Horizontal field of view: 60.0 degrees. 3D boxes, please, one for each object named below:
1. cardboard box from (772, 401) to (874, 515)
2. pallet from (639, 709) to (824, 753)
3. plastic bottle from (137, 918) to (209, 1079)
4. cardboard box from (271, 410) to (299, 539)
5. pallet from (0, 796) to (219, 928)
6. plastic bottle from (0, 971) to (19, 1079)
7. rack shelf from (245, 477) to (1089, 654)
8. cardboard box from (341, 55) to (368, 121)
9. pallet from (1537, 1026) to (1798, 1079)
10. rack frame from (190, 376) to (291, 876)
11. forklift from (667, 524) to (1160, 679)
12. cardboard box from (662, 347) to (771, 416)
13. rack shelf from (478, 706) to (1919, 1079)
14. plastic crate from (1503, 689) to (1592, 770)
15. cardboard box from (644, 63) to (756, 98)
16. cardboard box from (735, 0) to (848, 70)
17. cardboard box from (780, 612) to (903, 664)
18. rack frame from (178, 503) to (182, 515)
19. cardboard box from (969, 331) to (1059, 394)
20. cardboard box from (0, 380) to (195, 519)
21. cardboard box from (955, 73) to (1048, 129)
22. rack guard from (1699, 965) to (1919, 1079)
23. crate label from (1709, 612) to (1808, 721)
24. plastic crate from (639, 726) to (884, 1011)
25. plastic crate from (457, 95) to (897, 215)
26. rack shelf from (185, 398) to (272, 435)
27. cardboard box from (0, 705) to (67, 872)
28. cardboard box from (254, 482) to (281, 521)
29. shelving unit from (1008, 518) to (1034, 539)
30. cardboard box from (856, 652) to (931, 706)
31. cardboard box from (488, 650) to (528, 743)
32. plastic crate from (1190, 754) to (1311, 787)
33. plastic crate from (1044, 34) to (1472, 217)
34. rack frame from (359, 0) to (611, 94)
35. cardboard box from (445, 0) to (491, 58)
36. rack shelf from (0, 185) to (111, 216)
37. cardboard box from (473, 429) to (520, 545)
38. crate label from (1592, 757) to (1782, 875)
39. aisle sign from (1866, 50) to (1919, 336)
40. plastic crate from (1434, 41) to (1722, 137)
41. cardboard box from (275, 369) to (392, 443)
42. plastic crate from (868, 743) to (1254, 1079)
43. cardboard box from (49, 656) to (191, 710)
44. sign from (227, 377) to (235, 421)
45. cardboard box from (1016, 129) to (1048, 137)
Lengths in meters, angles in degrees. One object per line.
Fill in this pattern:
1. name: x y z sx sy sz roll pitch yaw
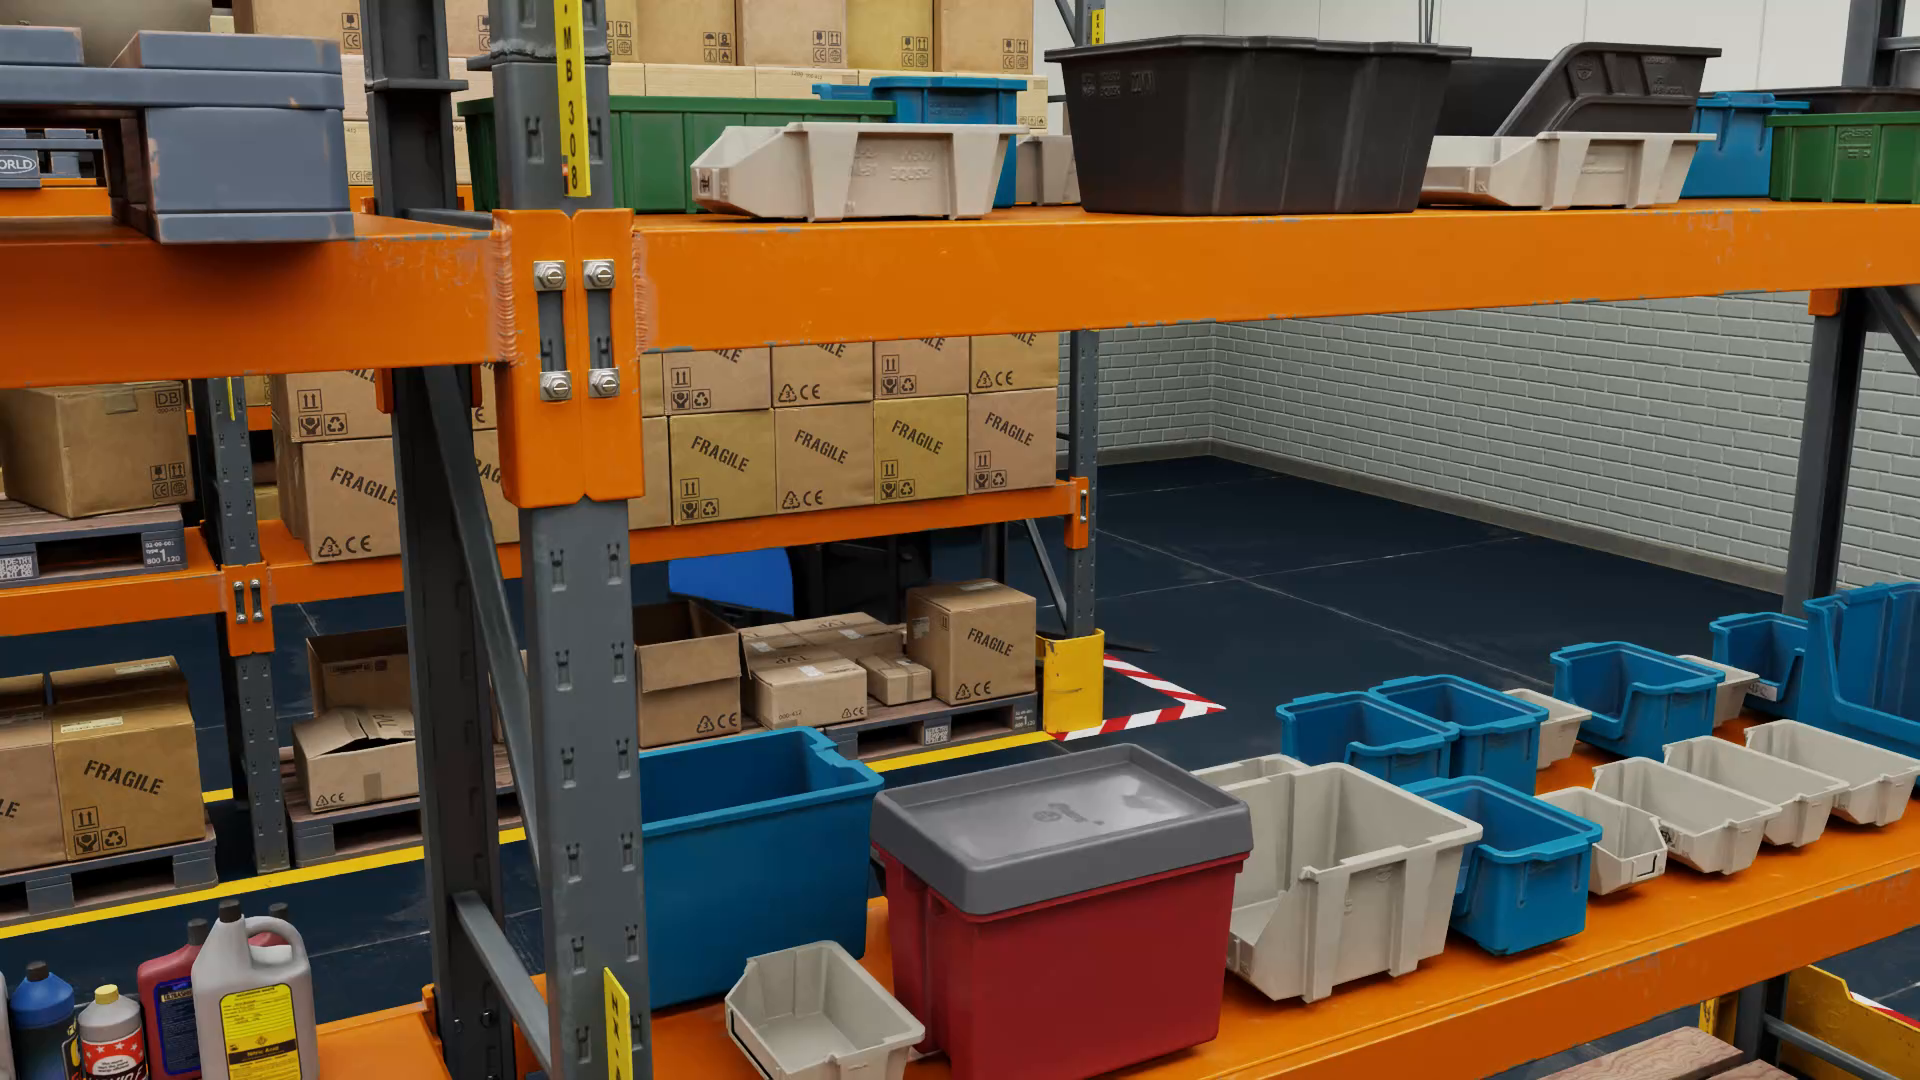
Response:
1. cardboard box: -0.743 -0.433 7.973 0.500 0.500 0.500 -7 14 -27
2. pallet: -1.422 0.990 8.232 1.213 0.211 1.003 -7 14 -28
3. plastic bottle: -1.371 0.813 2.932 0.133 0.283 0.061 -7 14 -28
4. cardboard box: -2.782 -0.320 7.474 0.500 0.500 0.500 -7 14 -27
5. pallet: -3.793 1.284 6.925 1.213 0.211 1.003 -7 14 -28
6. plastic bottle: -1.637 0.860 2.740 0.135 0.276 0.152 -7 14 -28
7. rack shelf: -1.342 -0.029 8.045 4.000 0.370 1.077 -7 14 -28
8. cardboard box: -2.552 -1.807 6.678 0.500 0.250 0.500 -7 14 -28
9. pallet: 2.041 1.804 4.611 1.213 0.211 1.003 -7 14 -28
10. rack frame: -3.097 -0.170 7.031 0.127 3.000 1.000 -7 14 -28
11. forklift: -0.313 -0.723 9.648 3.031 2.935 1.130 8 15 33
12. cardboard box: -1.192 -0.864 7.613 0.500 0.500 0.500 -6 14 -26
13. rack shelf: 1.028 0.926 3.802 4.000 0.370 1.077 -7 14 -28
14. plastic crate: 1.493 0.516 4.450 0.298 0.136 0.250 -7 14 -28
15. cardboard box: -1.230 -1.963 7.371 0.500 0.250 0.500 -7 14 -28
16. cardboard box: -0.897 -2.424 7.710 0.500 0.500 0.700 -7 14 -28
17. cardboard box: -0.639 0.592 8.910 0.500 0.250 0.500 -7 14 -28
18. rack frame: -5.474 -1.124 11.271 0.127 3.000 1.000 -7 14 -28
19. cardboard box: 0.155 -1.027 8.337 0.500 0.500 0.500 -7 14 -28
20. cardboard box: -3.620 -0.417 6.944 0.700 0.500 0.500 11 17 41
21. cardboard box: 0.085 -2.121 8.075 0.500 0.250 0.500 -7 14 -28
22. rack guard: 2.798 1.579 4.954 0.348 0.500 1.175 -7 14 -28
23. crate label: 2.409 0.379 4.836 0.303 0.233 0.416 -7 14 -28
24. plastic crate: -0.481 0.649 3.293 0.575 0.384 0.392 -7 14 -28
25. plastic crate: -0.500 -0.678 2.938 0.662 0.188 0.450 -7 14 -28
26. rack shelf: -3.719 -0.983 12.285 4.000 0.370 1.077 -7 14 -28
27. cardboard box: -3.831 0.993 6.557 0.500 0.500 0.500 -7 14 -28
28. cardboard box: -4.769 -0.168 11.761 0.500 0.500 0.700 -7 14 -27
29. shelving unit: 0.006 -0.549 12.989 1.048 1.125 0.538 -7 14 -28
30. cardboard box: -0.344 0.707 8.586 0.250 0.166 0.380 -7 14 -28
31. cardboard box: -2.075 0.734 8.138 0.500 0.311 0.500 -7 14 -28
32. plastic crate: 0.657 0.644 3.881 0.466 0.136 0.293 -7 14 -28
33. plastic crate: 0.494 -0.692 2.819 0.590 0.269 0.497 -7 14 -28
34. rack frame: -0.727 -2.141 2.129 0.127 3.000 1.000 -7 14 -28
35. cardboard box: -2.182 -2.253 6.953 0.500 0.500 0.700 -7 14 -28
36. rack shelf: -4.853 -1.072 5.846 4.000 0.370 1.077 -7 14 -28
37. cardboard box: -2.072 -0.274 7.267 0.500 0.500 0.500 -7 14 -27
38. crate label: 1.660 0.646 3.869 0.243 0.136 0.396 -7 14 -28
39. aisle sign: 2.704 -0.969 4.660 0.004 0.787 0.394 -7 14 -28
40. plastic crate: 1.311 -0.961 3.856 0.767 0.338 0.504 -7 14 -28
41. cardboard box: -2.549 -0.702 6.890 0.500 0.500 0.500 -6 14 -26
42. plastic crate: 0.177 0.679 2.977 0.583 0.464 0.402 -7 14 -28
43. cardboard box: -3.639 0.839 7.240 0.500 0.500 0.500 -8 15 -30
44. sign: -2.828 -0.628 6.430 0.005 0.325 0.100 -7 14 -28
45. cardboard box: 0.089 -1.876 8.122 0.500 0.250 0.500 -7 14 -28
